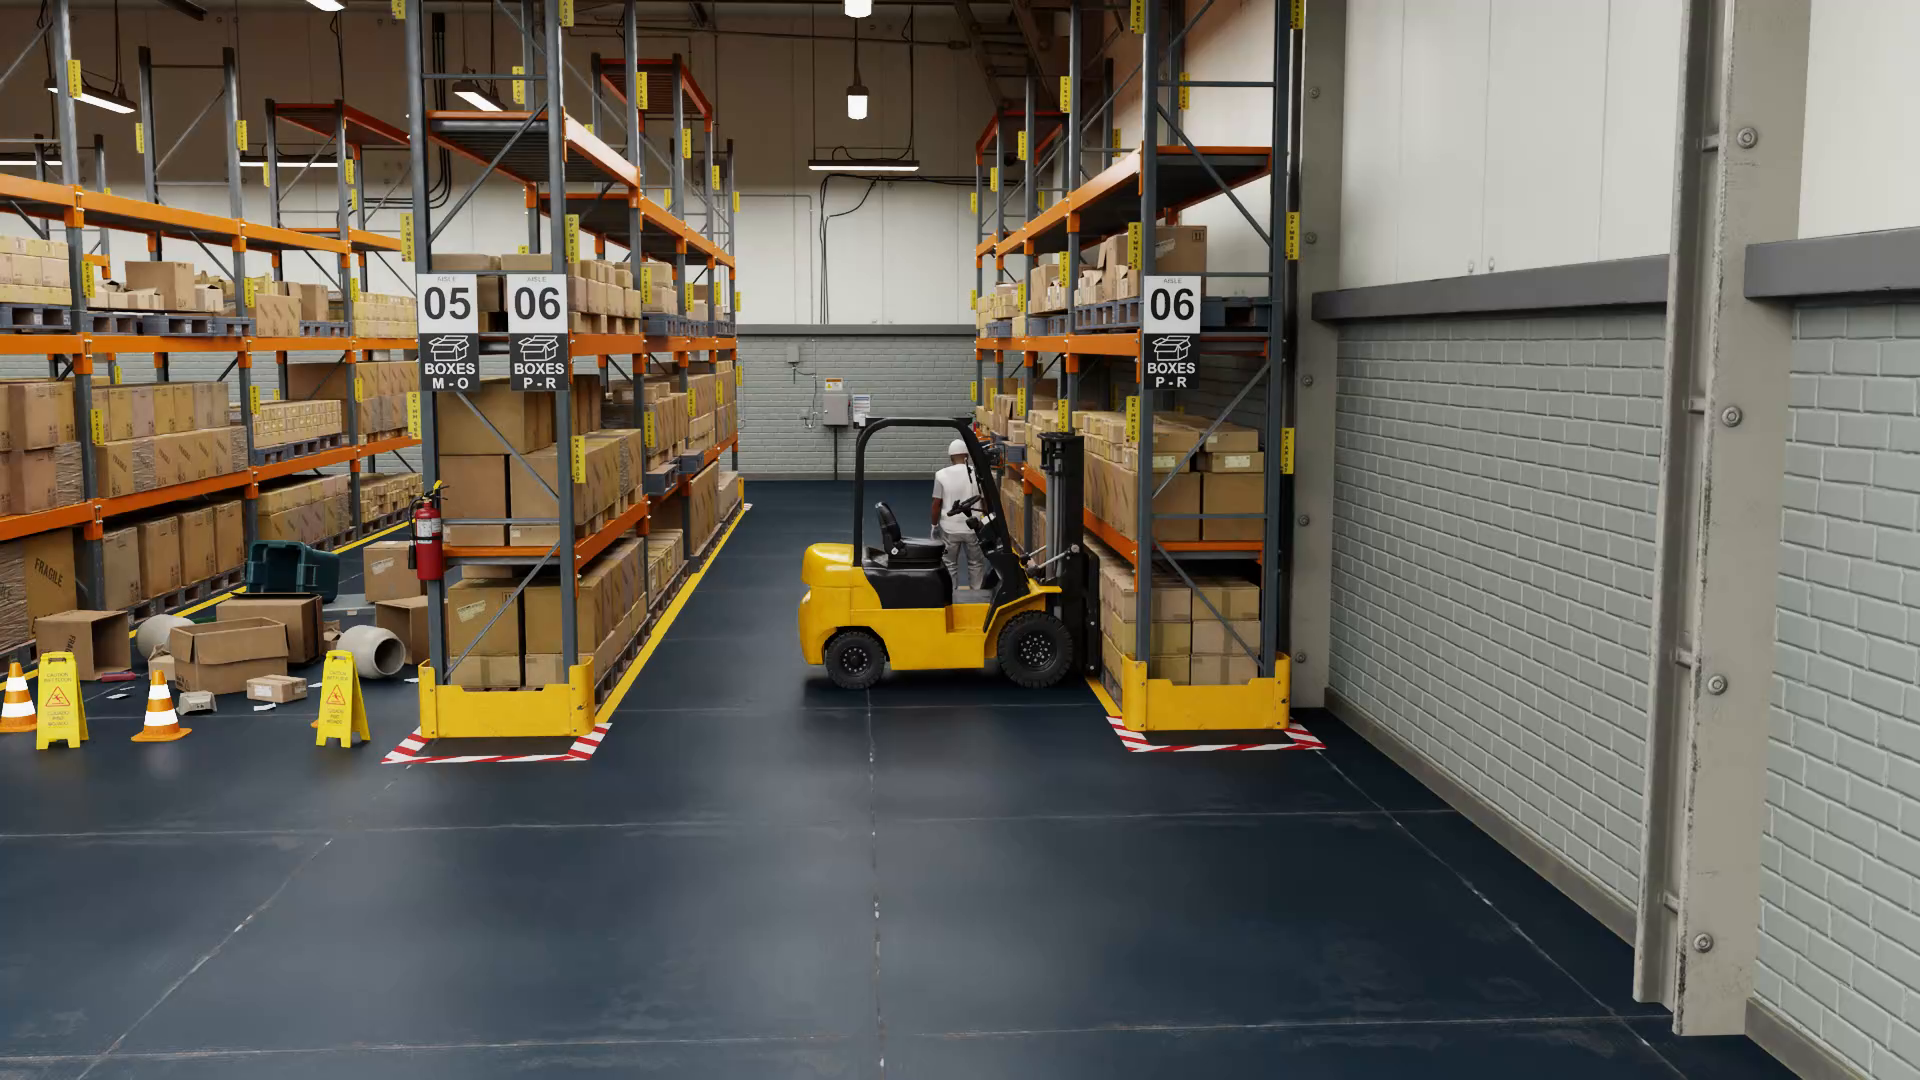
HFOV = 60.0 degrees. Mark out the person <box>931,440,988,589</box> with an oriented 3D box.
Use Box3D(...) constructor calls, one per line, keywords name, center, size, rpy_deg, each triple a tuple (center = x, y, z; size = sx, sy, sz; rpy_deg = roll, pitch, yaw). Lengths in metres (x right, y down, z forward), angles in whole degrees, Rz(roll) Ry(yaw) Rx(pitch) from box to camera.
Box3D(name="person", center=(0.017, -0.114, 16.661), size=(0.615, 1.772, 0.448), rpy_deg=(-1, 7, -5))
